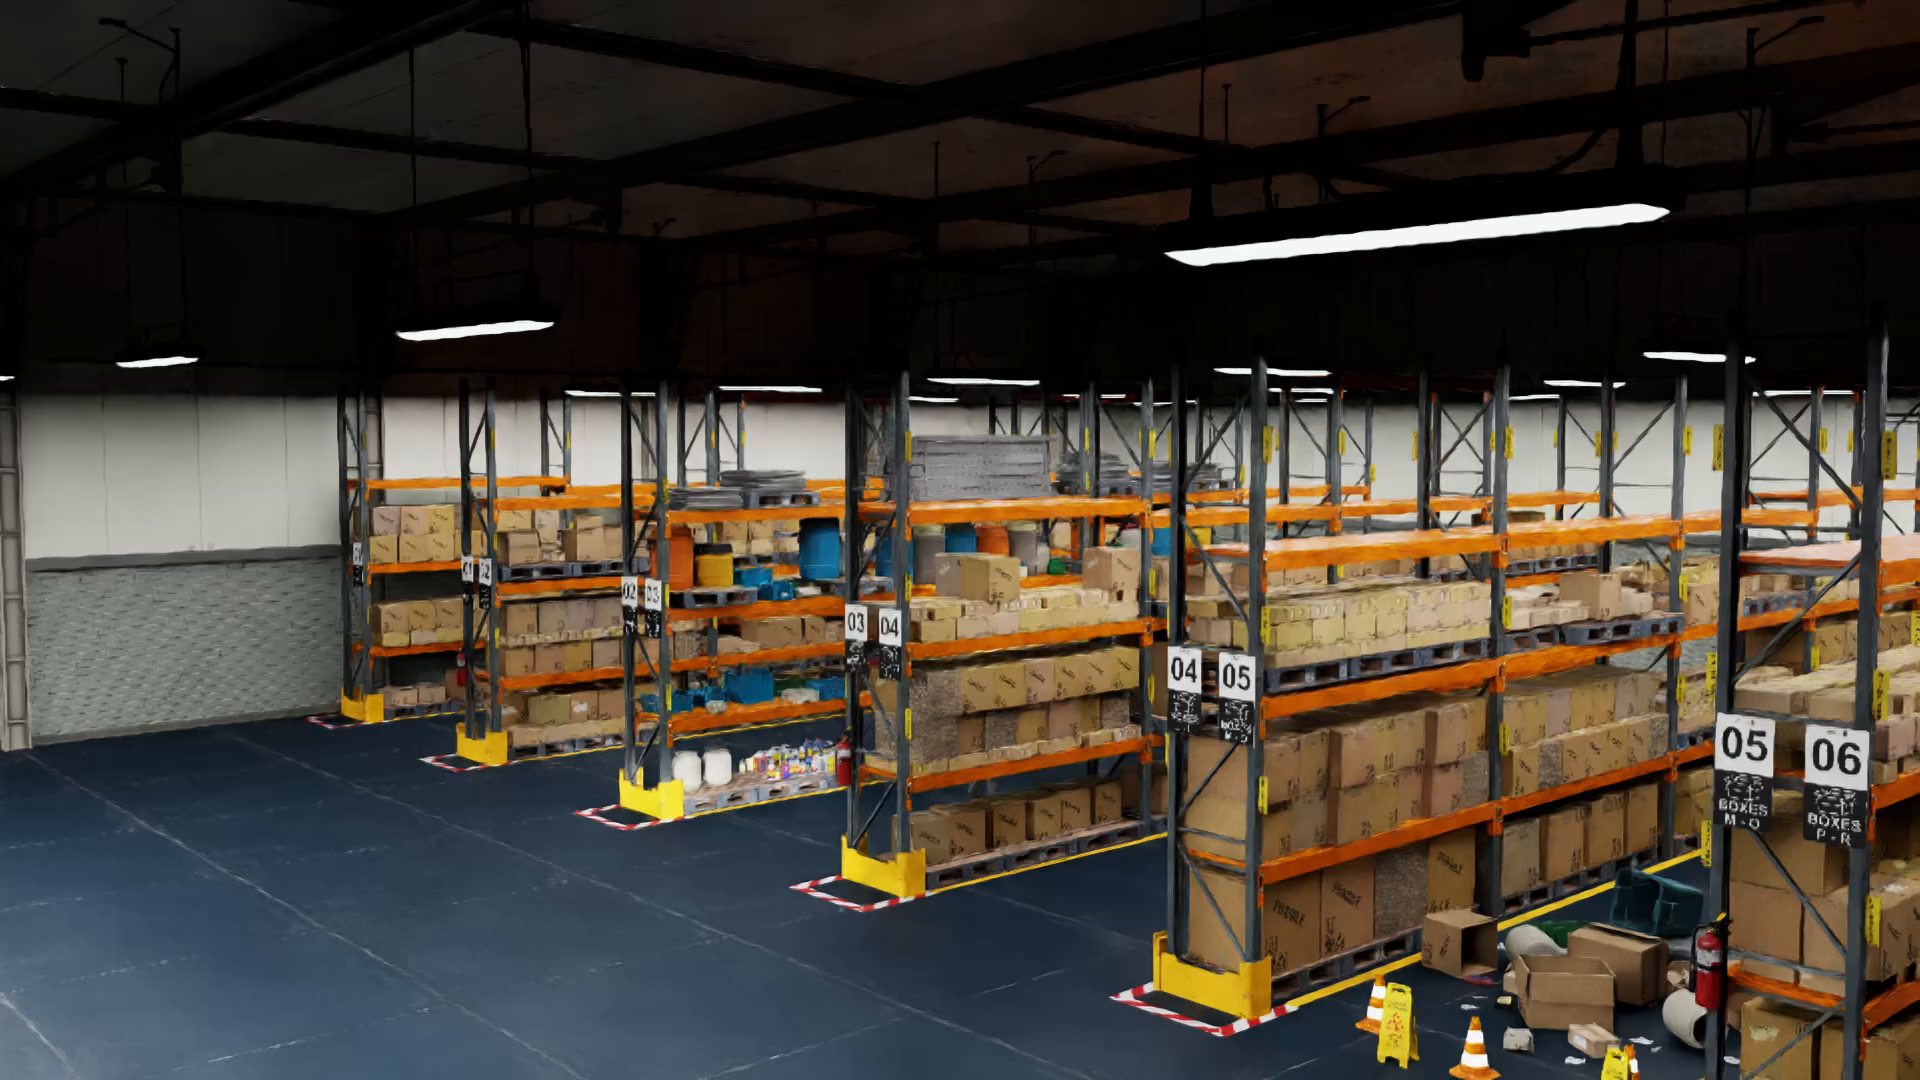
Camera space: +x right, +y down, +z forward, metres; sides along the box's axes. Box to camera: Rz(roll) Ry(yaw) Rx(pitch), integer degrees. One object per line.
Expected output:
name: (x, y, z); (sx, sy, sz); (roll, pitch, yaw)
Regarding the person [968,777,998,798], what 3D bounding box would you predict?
person: (0.345, 2.986, 21.794); (0.519, 1.508, 0.566); (-4, 5, -44)
